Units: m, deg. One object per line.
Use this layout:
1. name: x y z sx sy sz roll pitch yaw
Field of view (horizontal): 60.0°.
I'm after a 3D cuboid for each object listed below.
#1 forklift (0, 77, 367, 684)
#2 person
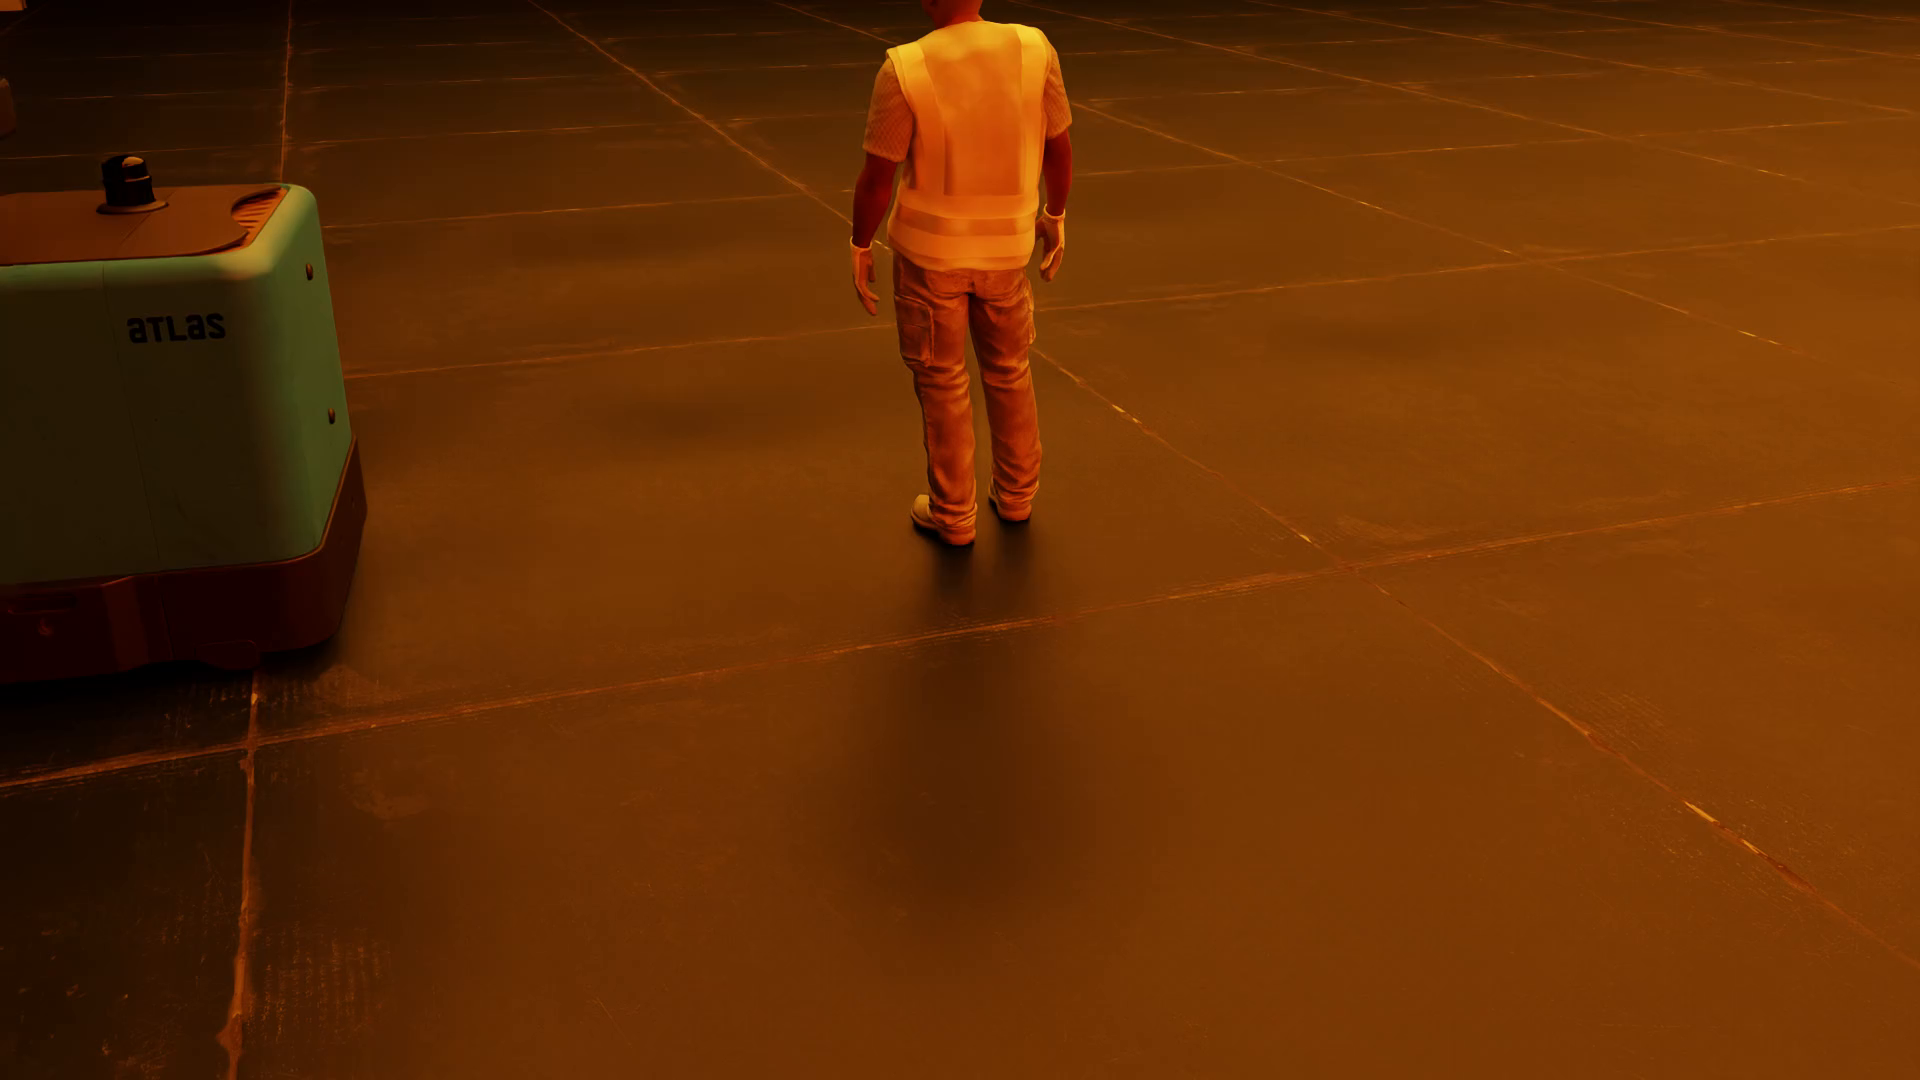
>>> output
1. forklift: -3.196 -1.078 3.861 3.031 2.935 1.130 -5 23 -12
2. person: -0.017 -0.856 4.796 0.656 1.781 0.577 -8 24 -18
